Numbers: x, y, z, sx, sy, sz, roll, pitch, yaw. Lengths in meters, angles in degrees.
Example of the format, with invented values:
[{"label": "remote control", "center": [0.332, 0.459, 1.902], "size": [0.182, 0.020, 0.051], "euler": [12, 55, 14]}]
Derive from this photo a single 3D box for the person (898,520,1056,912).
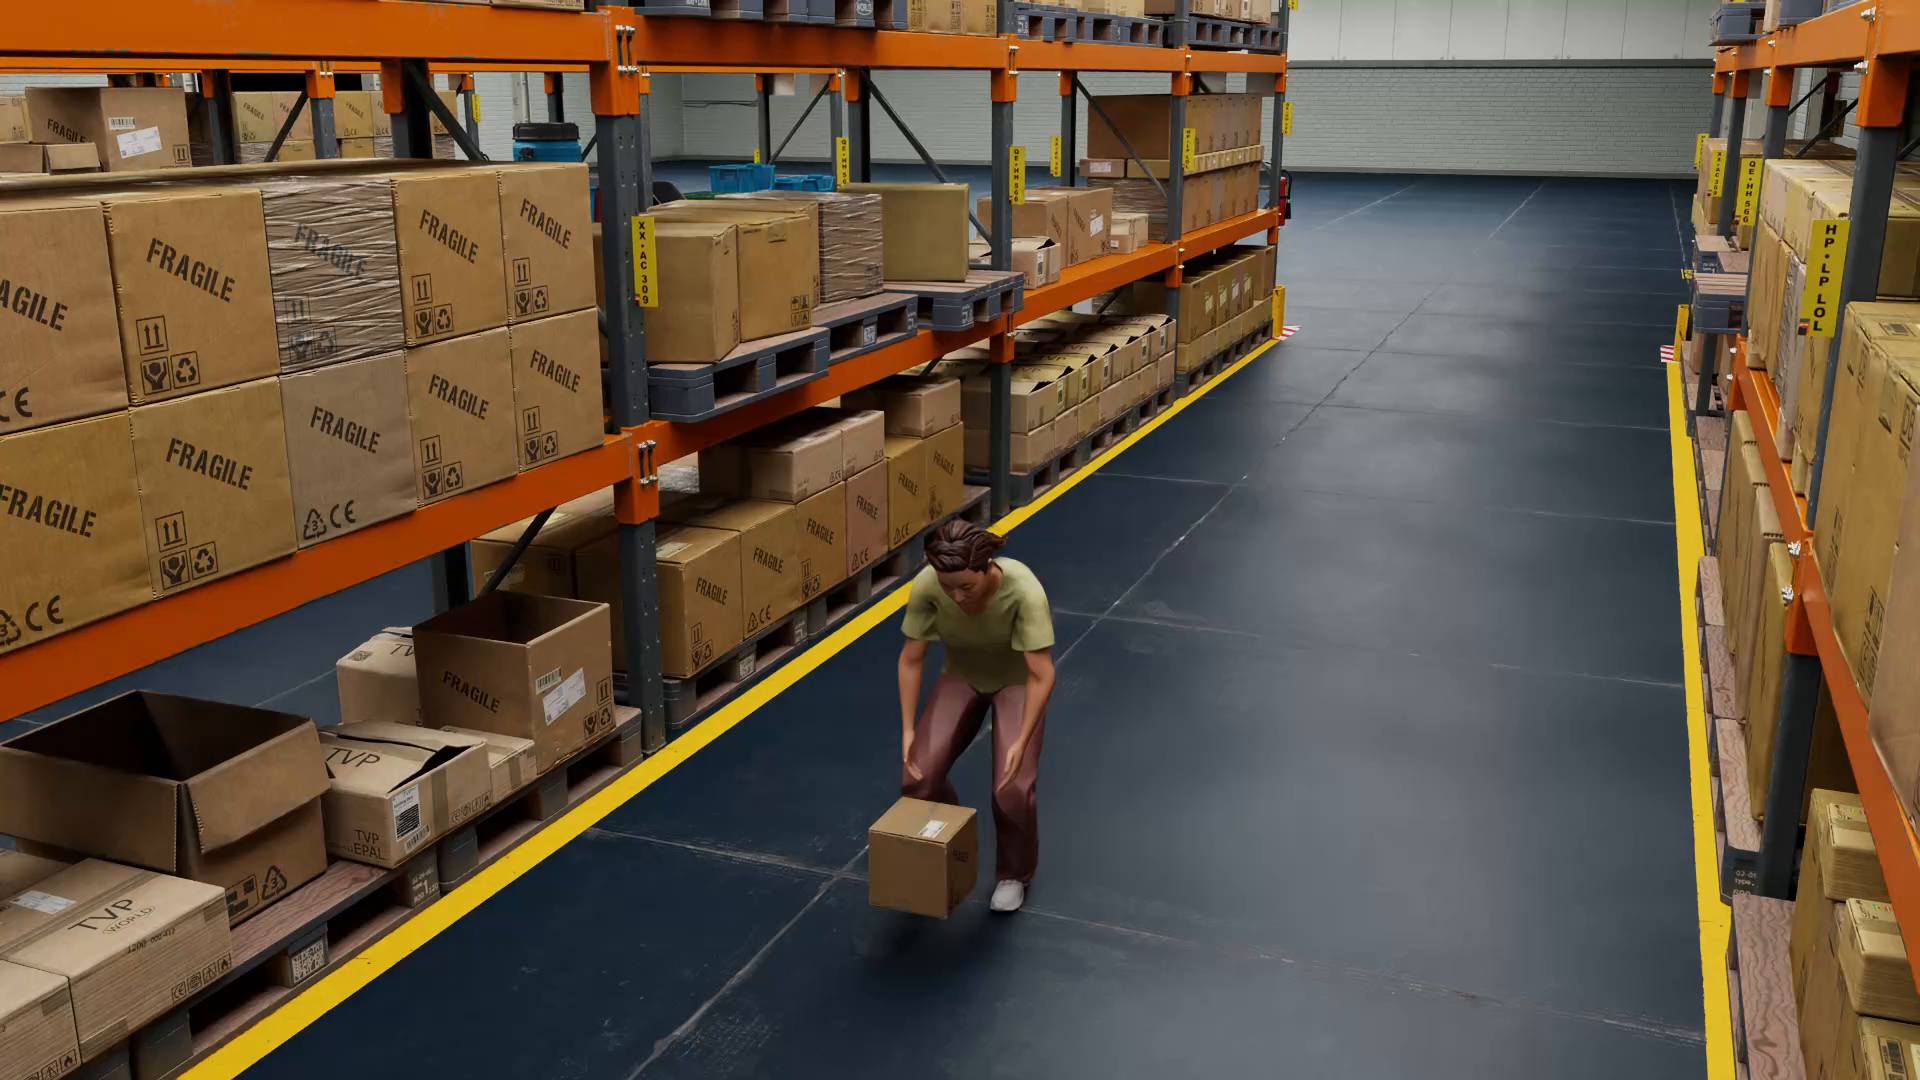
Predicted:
[{"label": "person", "center": [0.077, 0.530, 5.262], "size": [0.511, 1.335, 0.666], "euler": [6, 17, 21]}]
